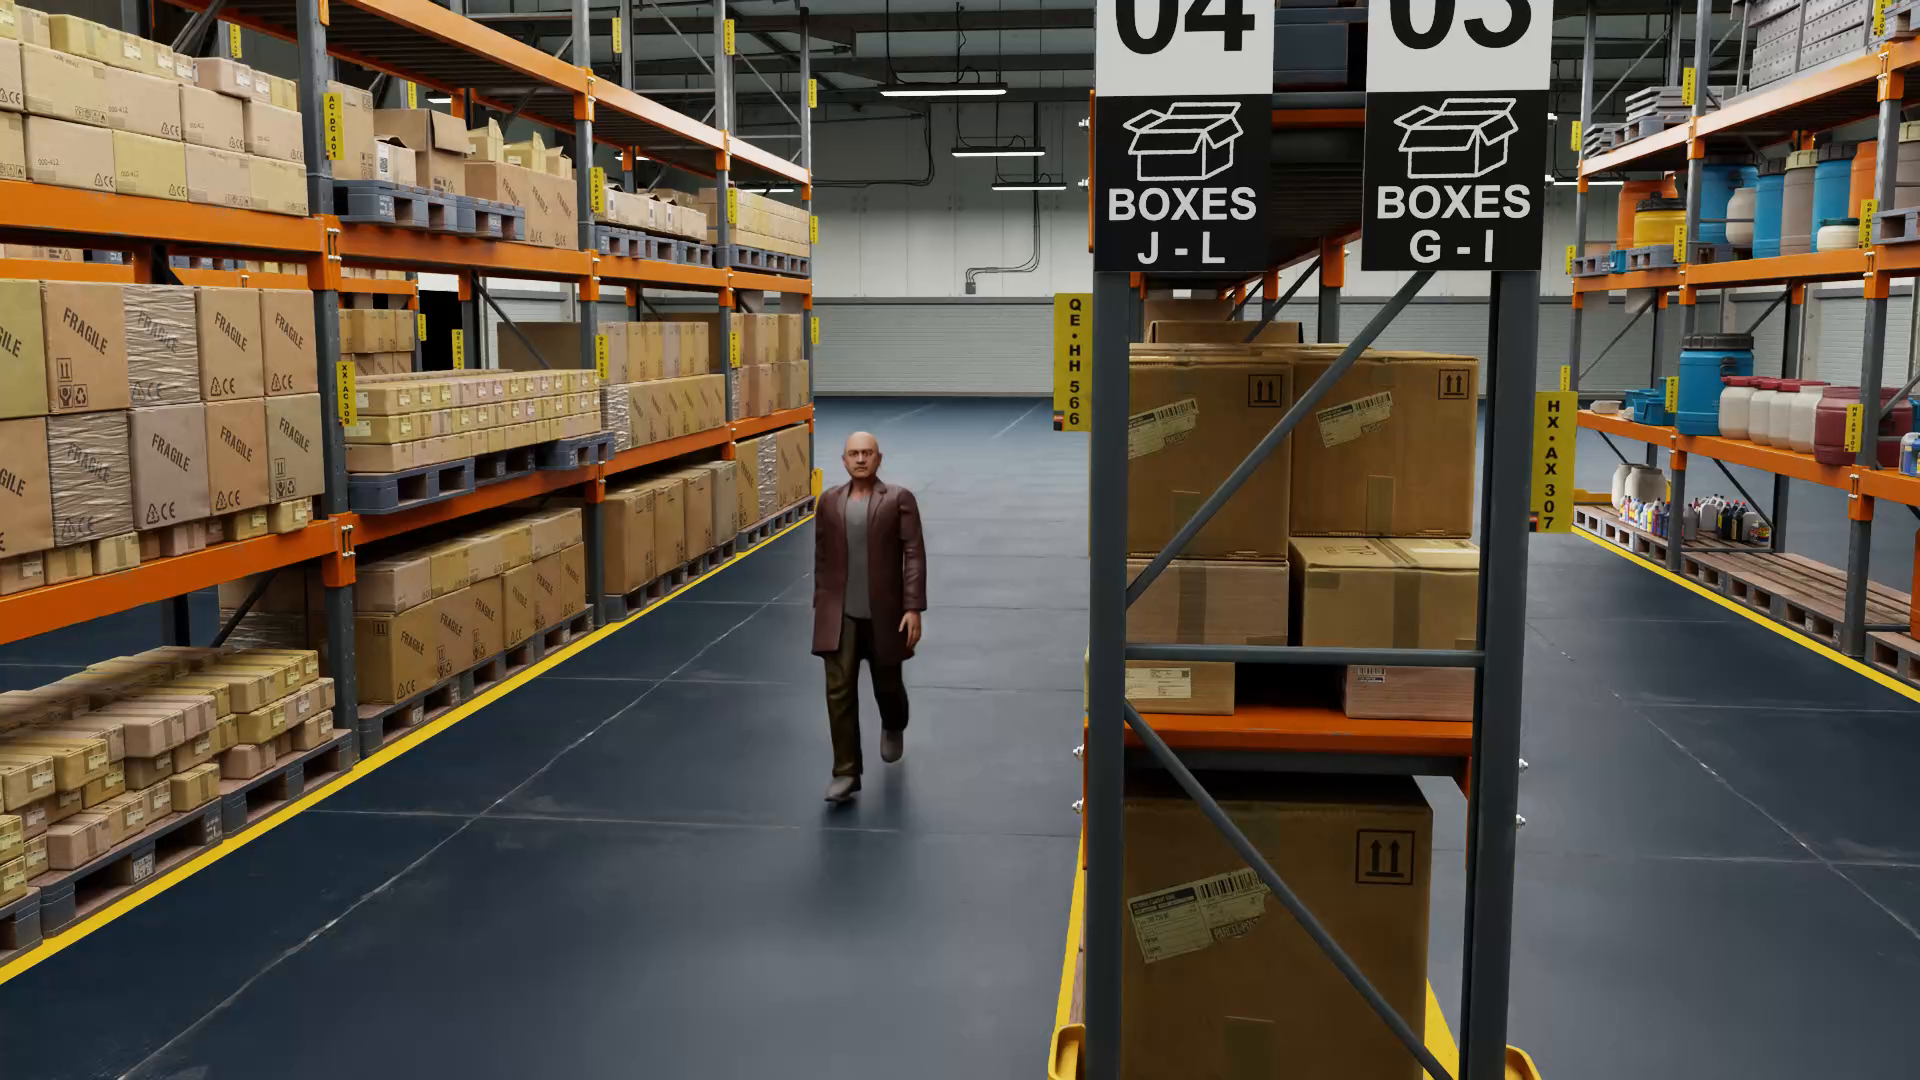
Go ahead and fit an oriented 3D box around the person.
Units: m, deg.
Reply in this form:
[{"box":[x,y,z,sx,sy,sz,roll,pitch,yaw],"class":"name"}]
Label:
[{"box":[-0.444,0.339,8.190,0.604,1.747,0.960,1,7,8],"class":"person"}]
